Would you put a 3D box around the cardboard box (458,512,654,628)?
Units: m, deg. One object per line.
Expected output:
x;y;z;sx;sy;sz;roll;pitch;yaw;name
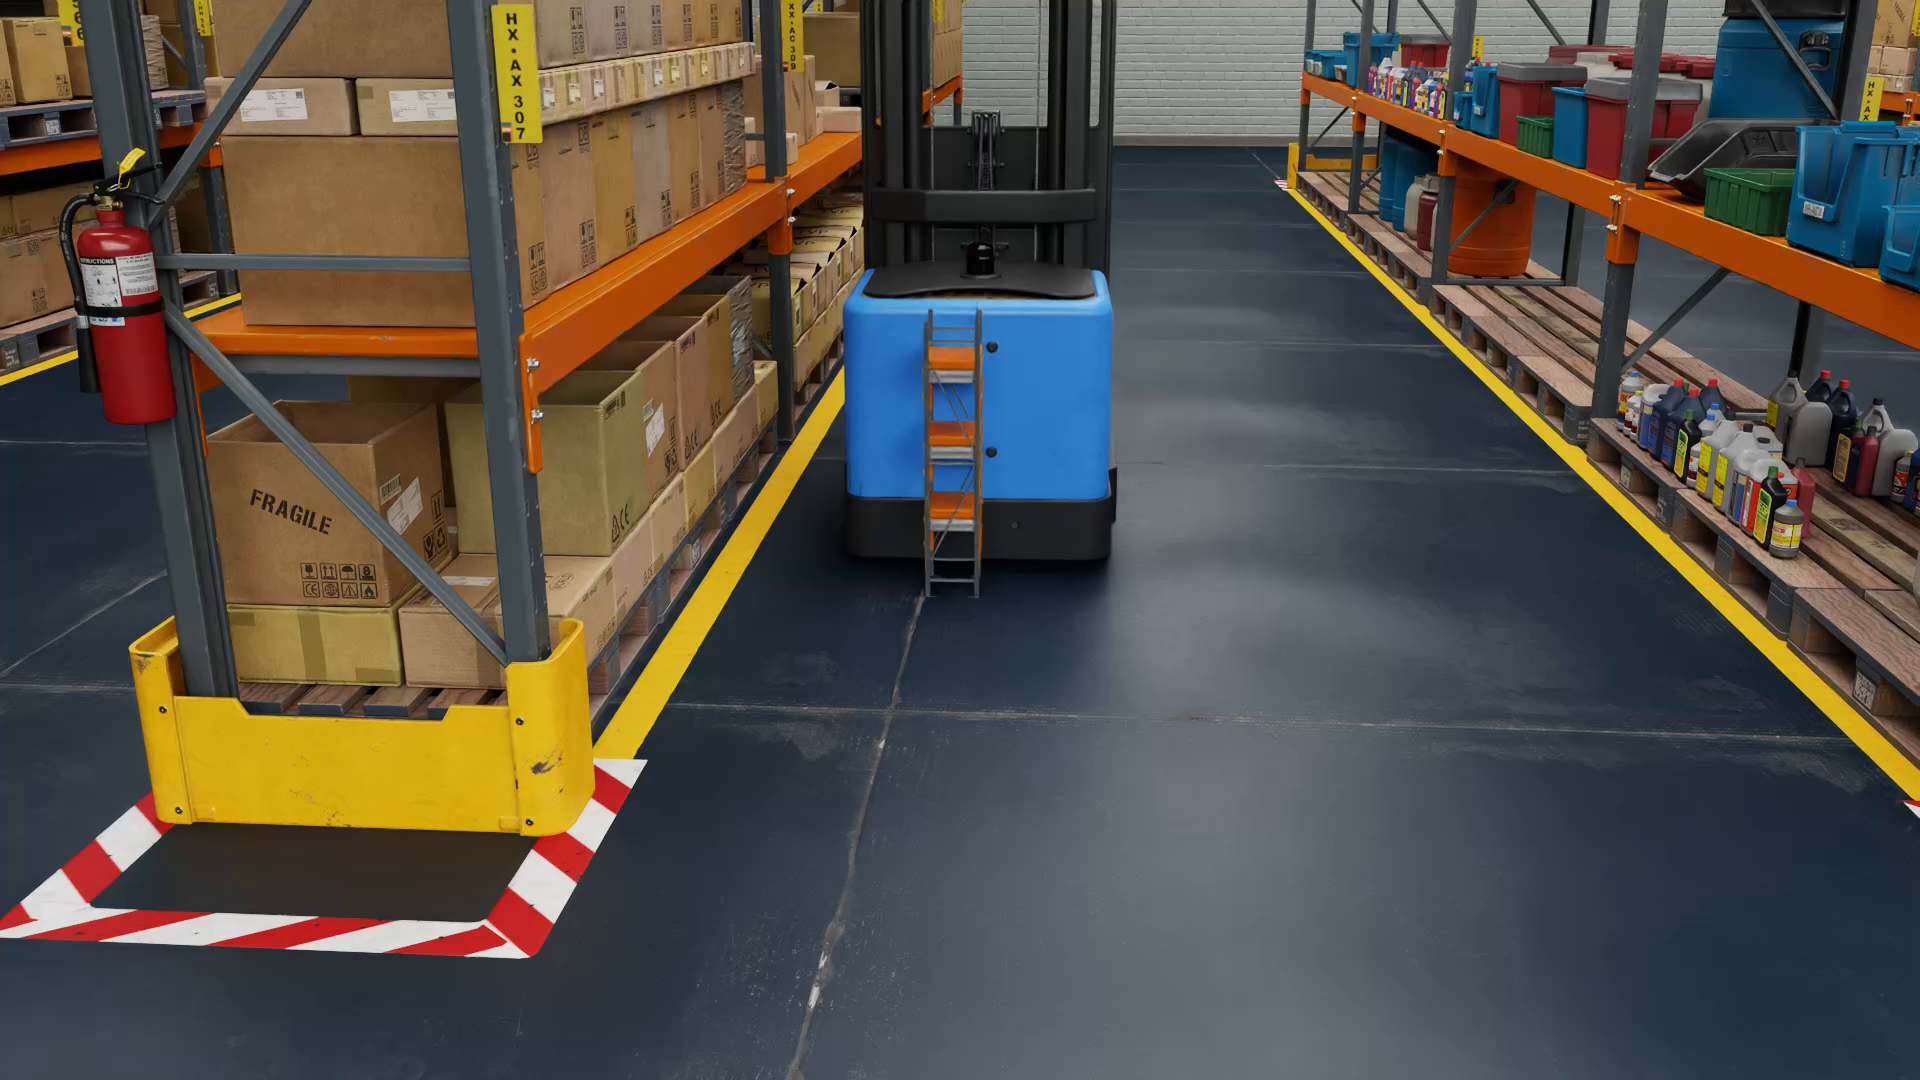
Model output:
-1.339;0.091;5.569;0.500;0.250;0.500;1;18;4;cardboard box

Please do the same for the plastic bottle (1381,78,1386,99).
3.688;-3.905;14.343;0.097;0.201;0.097;0;18;0;plastic bottle

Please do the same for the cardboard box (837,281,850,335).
-0.958;-1.432;10.216;0.500;0.250;0.500;2;18;5;cardboard box

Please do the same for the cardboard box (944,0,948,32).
-0.382;-5.408;16.845;0.500;0.500;0.500;1;18;2;cardboard box

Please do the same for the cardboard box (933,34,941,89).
-0.462;-4.626;16.062;0.500;0.500;0.500;2;18;5;cardboard box

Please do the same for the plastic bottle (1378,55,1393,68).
3.818;-4.176;14.930;0.144;0.351;0.185;1;18;4;plastic bottle

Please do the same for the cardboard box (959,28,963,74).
-0.245;-5.571;18.946;0.500;0.500;0.500;2;18;6;cardboard box

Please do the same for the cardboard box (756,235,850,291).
-0.957;-1.701;10.138;0.500;0.311;0.500;2;18;5;cardboard box

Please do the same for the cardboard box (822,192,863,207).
-0.740;-2.340;12.554;0.500;0.500;0.500;2;18;6;cardboard box

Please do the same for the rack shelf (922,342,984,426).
-0.024;-0.577;6.120;0.215;0.259;0.240;1;18;2;rack shelf

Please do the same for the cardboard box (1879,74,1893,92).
8.823;-4.266;15.529;0.380;0.149;0.250;2;18;5;cardboard box

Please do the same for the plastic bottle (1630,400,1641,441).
3.121;-0.556;7.591;0.097;0.201;0.097;0;18;0;plastic bottle

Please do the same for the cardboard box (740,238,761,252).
-1.492;-1.705;10.151;0.500;0.311;0.500;1;18;3;cardboard box

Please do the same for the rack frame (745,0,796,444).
-1.344;-1.941;8.030;1.000;3.000;0.127;1;18;4;rack frame

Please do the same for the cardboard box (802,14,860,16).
-0.869;-3.909;13.199;0.700;0.500;0.500;5;19;14;cardboard box

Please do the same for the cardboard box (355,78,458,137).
-1.388;-1.172;4.479;0.380;0.149;0.250;1;18;4;cardboard box

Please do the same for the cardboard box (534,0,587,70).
-1.549;-1.688;5.012;0.700;0.500;0.500;1;18;2;cardboard box

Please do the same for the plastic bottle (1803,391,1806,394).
3.881;-0.589;7.691;0.097;0.201;0.097;0;18;0;plastic bottle

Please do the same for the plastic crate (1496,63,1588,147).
3.462;-2.607;9.960;0.402;0.464;0.583;1;18;4;plastic crate

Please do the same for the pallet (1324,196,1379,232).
4.184;-3.218;16.406;1.003;0.211;1.213;1;18;4;pallet

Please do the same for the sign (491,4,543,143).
-1.078;-1.134;4.048;0.100;0.325;0.005;1;18;4;sign

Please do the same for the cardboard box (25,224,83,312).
-6.159;-1.777;10.837;0.700;0.500;0.500;1;18;4;cardboard box

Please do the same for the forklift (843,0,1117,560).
0.130;-1.723;7.474;1.130;2.935;3.031;1;18;2;forklift

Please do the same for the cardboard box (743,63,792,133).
-1.235;-2.391;9.241;0.500;0.500;0.500;3;18;8;cardboard box

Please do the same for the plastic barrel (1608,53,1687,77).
3.967;-2.549;9.665;0.433;0.535;0.433;0;18;0;plastic barrel

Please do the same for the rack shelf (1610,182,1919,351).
3.453;-0.866;5.905;1.077;0.370;4.000;1;18;4;rack shelf

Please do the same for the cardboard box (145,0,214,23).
-5.707;-3.992;12.414;0.500;0.250;0.500;2;18;5;cardboard box

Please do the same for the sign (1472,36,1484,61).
4.718;-4.433;15.189;0.100;0.325;0.005;1;18;4;sign

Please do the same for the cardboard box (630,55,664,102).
-1.277;-1.649;5.936;0.380;0.149;0.250;1;18;4;cardboard box

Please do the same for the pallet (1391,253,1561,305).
3.898;-1.992;12.665;1.003;0.211;1.213;1;18;4;pallet

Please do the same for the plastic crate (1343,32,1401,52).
4.619;-5.494;18.718;0.616;0.435;0.499;1;18;4;plastic crate

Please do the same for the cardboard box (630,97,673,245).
-1.477;-1.372;6.132;0.700;0.500;0.500;2;18;6;cardboard box

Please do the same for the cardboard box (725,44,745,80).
-1.170;-2.131;7.407;0.380;0.149;0.250;1;18;3;cardboard box

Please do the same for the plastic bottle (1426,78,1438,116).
3.543;-3.313;12.424;0.097;0.271;0.097;0;18;0;plastic bottle

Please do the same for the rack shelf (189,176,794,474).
-1.488;-0.978;6.246;1.077;0.370;4.000;1;18;4;rack shelf

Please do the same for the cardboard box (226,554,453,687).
-1.887;0.235;5.130;0.500;0.250;0.500;1;18;4;cardboard box

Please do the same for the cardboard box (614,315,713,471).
-1.261;-0.576;6.399;0.500;0.500;0.500;1;18;4;cardboard box

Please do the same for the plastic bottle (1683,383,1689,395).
3.246;-0.555;7.456;0.061;0.283;0.133;1;18;4;plastic bottle

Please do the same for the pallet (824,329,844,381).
-1.246;-1.226;10.325;1.003;0.211;1.213;1;18;4;pallet

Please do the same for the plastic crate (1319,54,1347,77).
4.016;-5.027;17.620;0.416;0.233;0.300;1;18;4;plastic crate

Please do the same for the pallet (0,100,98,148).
-6.100;-2.586;10.306;1.003;0.211;1.213;1;18;4;pallet

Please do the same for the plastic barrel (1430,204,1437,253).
3.852;-2.419;12.809;0.421;0.512;0.421;0;18;0;plastic barrel

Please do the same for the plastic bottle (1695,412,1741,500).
3.080;-0.348;6.714;0.144;0.351;0.185;1;18;3;plastic bottle

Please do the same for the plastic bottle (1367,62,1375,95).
3.718;-4.154;14.971;0.061;0.283;0.133;1;18;4;plastic bottle

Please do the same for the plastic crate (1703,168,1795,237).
3.217;-1.313;6.455;0.450;0.188;0.662;1;18;4;plastic crate

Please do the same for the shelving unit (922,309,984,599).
-0.024;-0.317;6.206;0.215;1.050;0.252;1;18;2;shelving unit

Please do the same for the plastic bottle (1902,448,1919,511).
3.796;-0.256;6.563;0.097;0.271;0.097;0;18;0;plastic bottle

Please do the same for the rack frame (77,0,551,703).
-1.631;-0.699;4.239;1.000;3.000;0.127;1;18;4;rack frame

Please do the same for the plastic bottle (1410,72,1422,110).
3.568;-3.506;12.994;0.061;0.283;0.133;1;18;4;plastic bottle

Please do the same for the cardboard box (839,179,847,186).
-1.187;-2.661;13.535;0.500;0.500;0.500;1;18;2;cardboard box

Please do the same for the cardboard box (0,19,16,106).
-6.152;-2.843;9.915;0.700;0.500;0.500;4;19;11;cardboard box

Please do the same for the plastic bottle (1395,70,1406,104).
3.638;-3.723;13.674;0.097;0.271;0.097;0;18;0;plastic bottle

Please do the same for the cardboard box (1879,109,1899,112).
9.301;-3.876;16.673;0.875;0.875;0.875;1;18;4;cardboard box
